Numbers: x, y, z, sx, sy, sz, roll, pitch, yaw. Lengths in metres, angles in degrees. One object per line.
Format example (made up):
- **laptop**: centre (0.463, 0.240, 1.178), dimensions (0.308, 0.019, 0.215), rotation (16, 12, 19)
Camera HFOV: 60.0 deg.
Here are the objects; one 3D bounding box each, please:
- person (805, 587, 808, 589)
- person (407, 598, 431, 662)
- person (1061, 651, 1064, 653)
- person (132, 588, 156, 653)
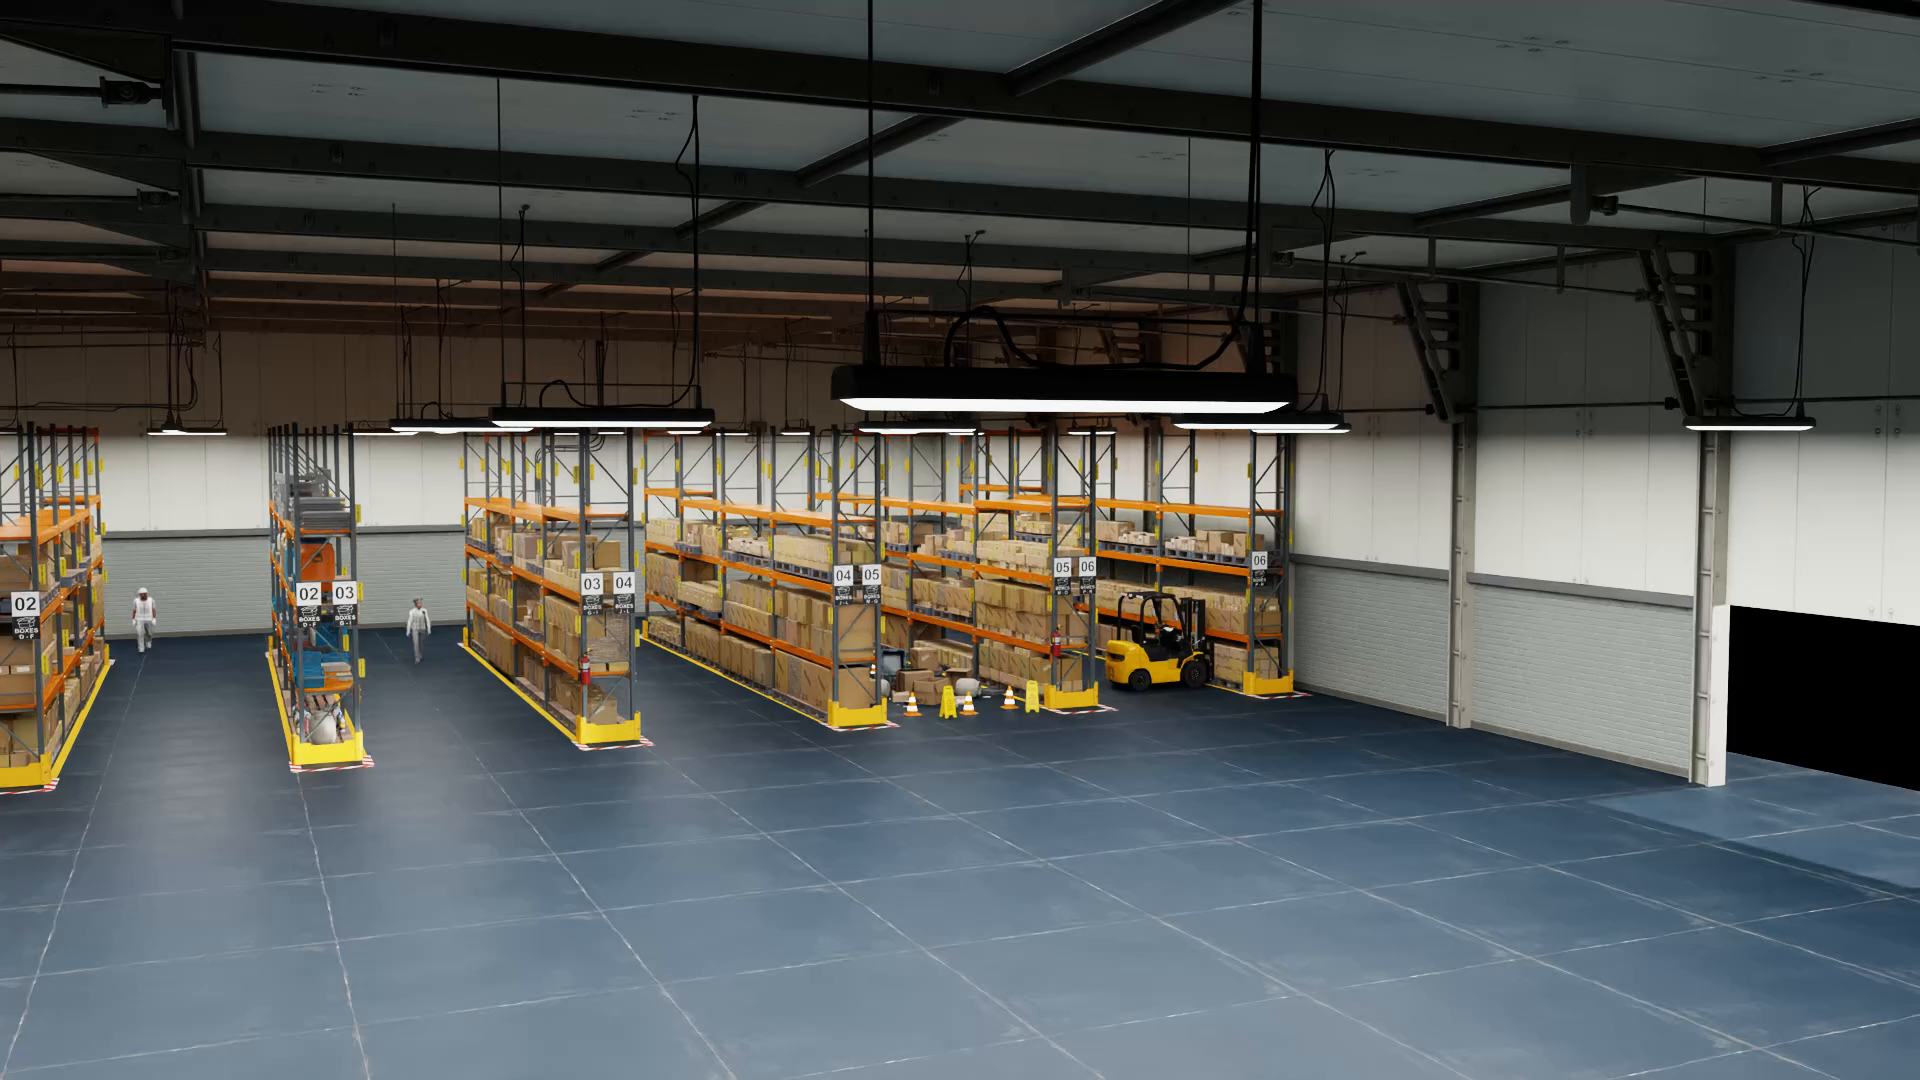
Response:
- **person**: centre (-4.669, 1.764, 51.501), dimensions (0.990, 1.631, 0.447), rotation (-3, 5, -41)
- **person**: centre (-13.840, 2.282, 42.541), dimensions (0.557, 1.612, 1.038), rotation (-2, 4, -29)
- **person**: centre (2.320, 2.509, 39.457), dimensions (0.451, 1.585, 0.441), rotation (-1, 4, -18)
- **person**: centre (-21.854, 2.126, 44.536), dimensions (0.572, 1.729, 1.009), rotation (-2, 4, -27)
